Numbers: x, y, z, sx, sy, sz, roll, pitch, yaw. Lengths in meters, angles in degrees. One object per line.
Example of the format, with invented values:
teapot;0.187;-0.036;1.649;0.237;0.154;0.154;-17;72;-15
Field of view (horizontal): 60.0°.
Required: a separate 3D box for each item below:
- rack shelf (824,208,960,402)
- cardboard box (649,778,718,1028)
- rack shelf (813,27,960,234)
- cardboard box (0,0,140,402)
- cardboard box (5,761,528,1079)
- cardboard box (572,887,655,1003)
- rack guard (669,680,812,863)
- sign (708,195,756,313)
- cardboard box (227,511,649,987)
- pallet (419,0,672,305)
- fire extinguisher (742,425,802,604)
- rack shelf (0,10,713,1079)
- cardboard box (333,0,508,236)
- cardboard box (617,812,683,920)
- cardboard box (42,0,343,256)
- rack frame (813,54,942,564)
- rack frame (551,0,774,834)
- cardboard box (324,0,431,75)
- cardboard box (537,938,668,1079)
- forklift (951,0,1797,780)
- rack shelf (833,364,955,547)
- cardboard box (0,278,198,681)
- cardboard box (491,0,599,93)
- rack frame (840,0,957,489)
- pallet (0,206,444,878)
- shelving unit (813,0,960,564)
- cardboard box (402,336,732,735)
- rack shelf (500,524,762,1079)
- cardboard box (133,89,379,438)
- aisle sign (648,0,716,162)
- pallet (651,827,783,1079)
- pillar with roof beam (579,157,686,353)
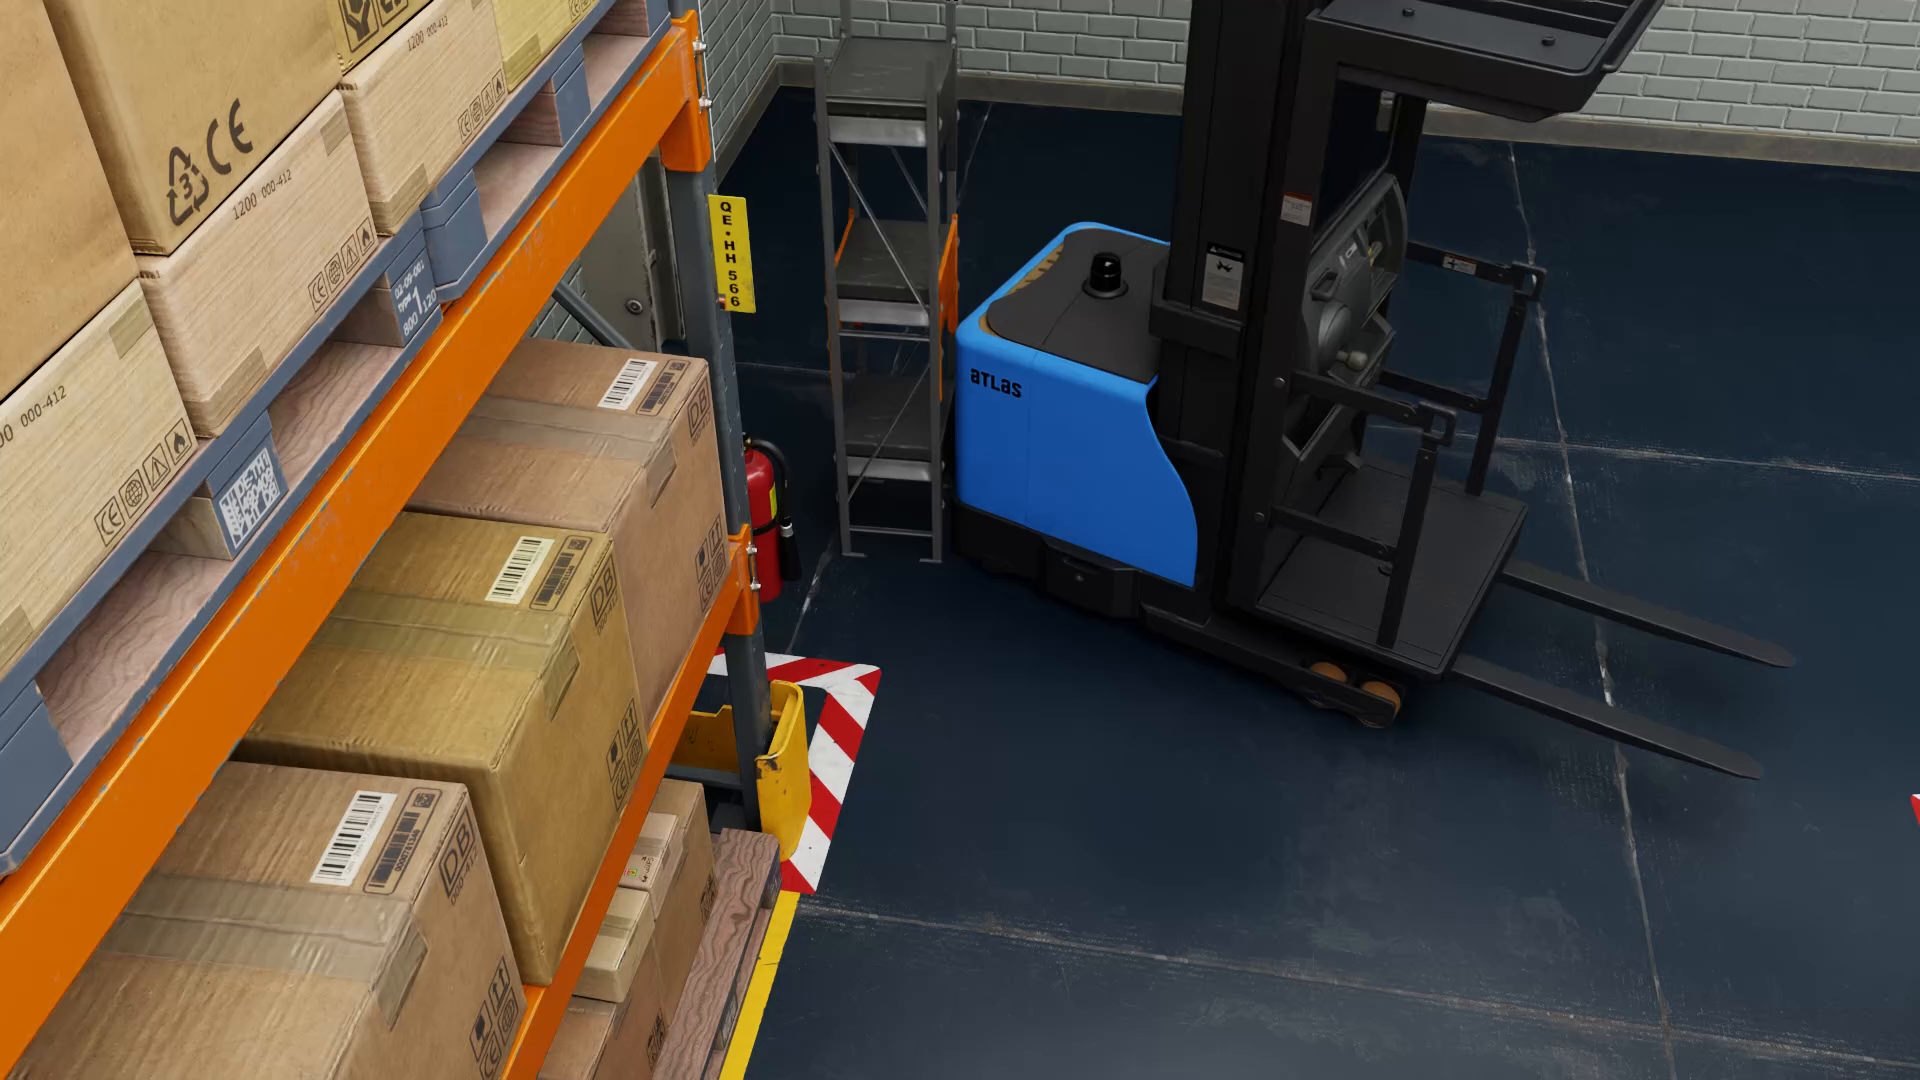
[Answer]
rack shelf;-0.242;-0.877;6.184;0.431;0.518;0.480;5;40;5
cardboard box;-1.128;1.008;4.809;0.700;0.500;0.500;6;40;8
rack shelf;-0.242;-1.416;5.738;0.431;0.518;0.480;5;40;5
cardboard box;-1.235;-0.372;1.613;0.500;0.500;0.500;7;40;8
cardboard box;-1.440;0.897;3.076;0.980;0.700;0.700;5;40;6
cardboard box;-1.014;1.019;4.287;0.380;0.149;0.250;7;40;9
rack guard;-1.101;0.704;5.506;1.175;0.500;0.348;6;40;8
sign;-0.573;-0.713;4.164;0.100;0.325;0.005;6;40;8
cardboard box;-1.299;0.419;3.654;0.980;0.700;0.700;6;40;7
pallet;-1.223;-0.899;3.199;1.003;0.211;1.213;6;40;8
fire extinguisher;-0.625;-0.115;4.888;0.296;0.674;0.183;6;40;8
rack shelf;-1.451;0.132;2.447;1.077;0.370;4.000;6;40;8
cardboard box;-1.060;-0.727;2.631;0.500;0.250;0.500;5;40;6
cardboard box;-0.971;0.858;4.481;0.380;0.149;0.250;6;40;7
cardboard box;-1.143;-0.701;2.011;0.500;0.500;0.500;5;40;6
rack frame;-0.273;-0.733;5.988;0.400;2.100;0.015;5;40;5
rack frame;-1.105;-0.244;4.691;1.000;3.000;0.127;6;40;8
cardboard box;-1.061;-1.030;2.408;0.500;0.500;0.500;8;40;9
cardboard box;-1.214;1.322;4.430;0.700;0.500;0.500;6;40;8
forklift;1.495;-0.849;5.476;3.031;2.935;1.130;21;44;23
rack shelf;-0.243;-0.337;6.630;0.431;0.518;0.480;5;40;5
cardboard box;-1.235;-0.078;1.846;0.500;0.250;0.500;5;40;6
cardboard box;-0.971;-1.054;3.026;0.500;0.250;0.500;8;40;9
rack frame;-0.212;-1.041;6.362;0.400;2.100;0.015;5;40;5
pallet;-1.432;-0.132;2.271;1.003;0.211;1.213;6;40;8
shelving unit;-0.242;-0.887;6.175;0.431;2.100;0.503;5;40;5
cardboard box;-1.184;-0.039;4.207;0.980;0.700;0.700;8;40;10
rack shelf;-1.451;1.288;3.403;1.077;0.370;4.000;6;40;8
cardboard box;-1.145;-0.400;2.236;0.500;0.250;0.500;5;40;6
aisle sign;-0.797;-1.258;3.878;0.394;0.787;0.004;6;40;8
pallet;-1.167;1.341;4.963;1.003;0.211;1.213;6;40;8
pillar with roof beam;2.750;-3.872;4.371;9.100;9.000;0.400;6;40;8
